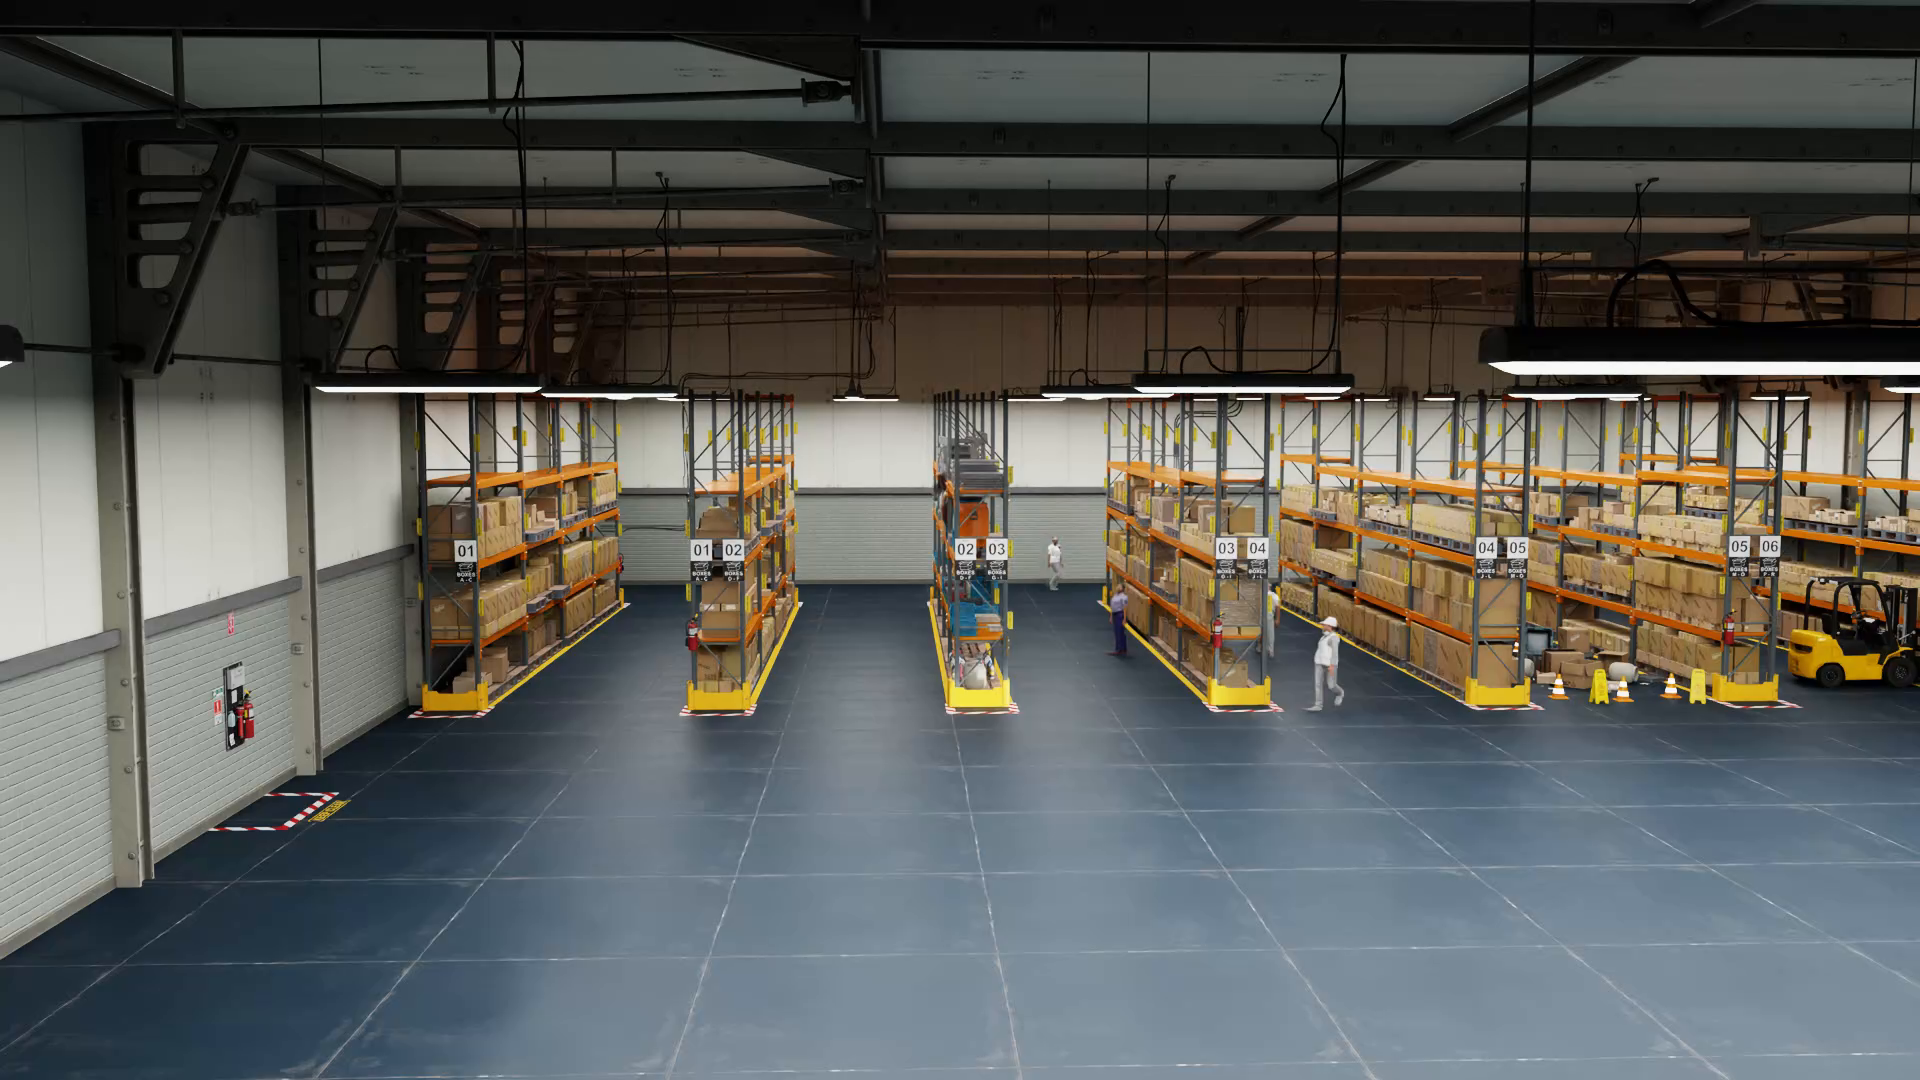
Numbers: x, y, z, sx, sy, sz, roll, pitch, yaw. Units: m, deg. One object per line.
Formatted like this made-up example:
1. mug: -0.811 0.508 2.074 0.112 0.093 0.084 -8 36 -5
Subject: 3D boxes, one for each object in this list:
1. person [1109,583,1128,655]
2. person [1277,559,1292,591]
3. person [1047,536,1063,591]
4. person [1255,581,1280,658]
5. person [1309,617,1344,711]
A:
1. person: 3.611 1.798 38.130 0.482 1.634 0.495 -1 5 -10
2. person: 9.800 0.782 50.109 0.427 1.678 0.487 -5 7 -45
3. person: 2.940 0.714 50.949 0.473 1.674 0.441 2 5 20
4. person: 6.959 1.770 37.809 0.650 1.726 1.019 0 5 2
5. person: 6.886 2.311 31.103 0.509 1.757 0.821 4 6 38
